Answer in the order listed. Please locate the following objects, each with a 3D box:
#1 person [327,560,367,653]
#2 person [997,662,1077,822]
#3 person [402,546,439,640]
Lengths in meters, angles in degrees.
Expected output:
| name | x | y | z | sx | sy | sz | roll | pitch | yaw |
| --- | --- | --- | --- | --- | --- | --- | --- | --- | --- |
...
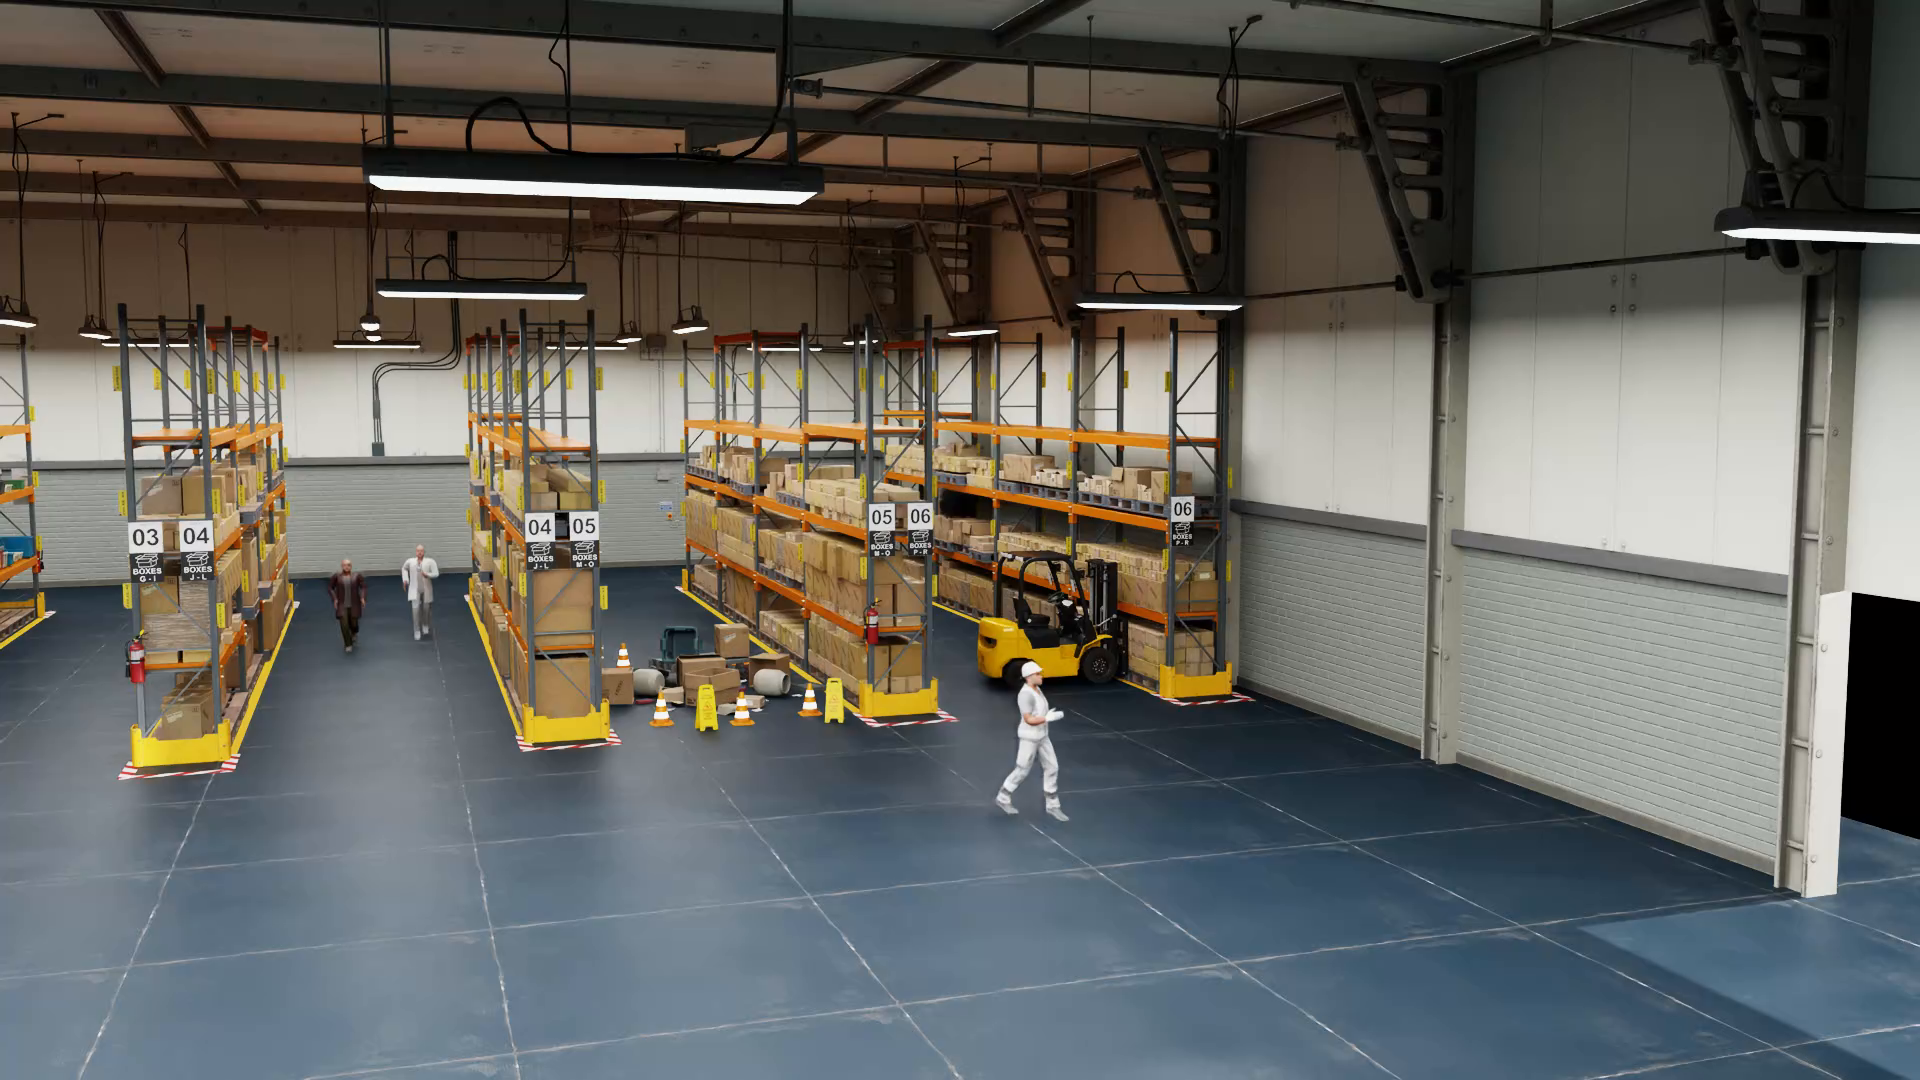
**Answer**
| name | x | y | z | sx | sy | sz | roll | pitch | yaw |
| --- | --- | --- | --- | --- | --- | --- | --- | --- | --- |
| person | -11.408 | 1.217 | 30.970 | 0.693 | 1.727 | 0.670 | -2 | 6 | -21 |
| person | 0.882 | 2.289 | 18.958 | 0.929 | 1.813 | 0.661 | 2 | 6 | 23 |
| person | -10.553 | 1.001 | 32.546 | 0.708 | 1.779 | 1.030 | -2 | 6 | -16 |
